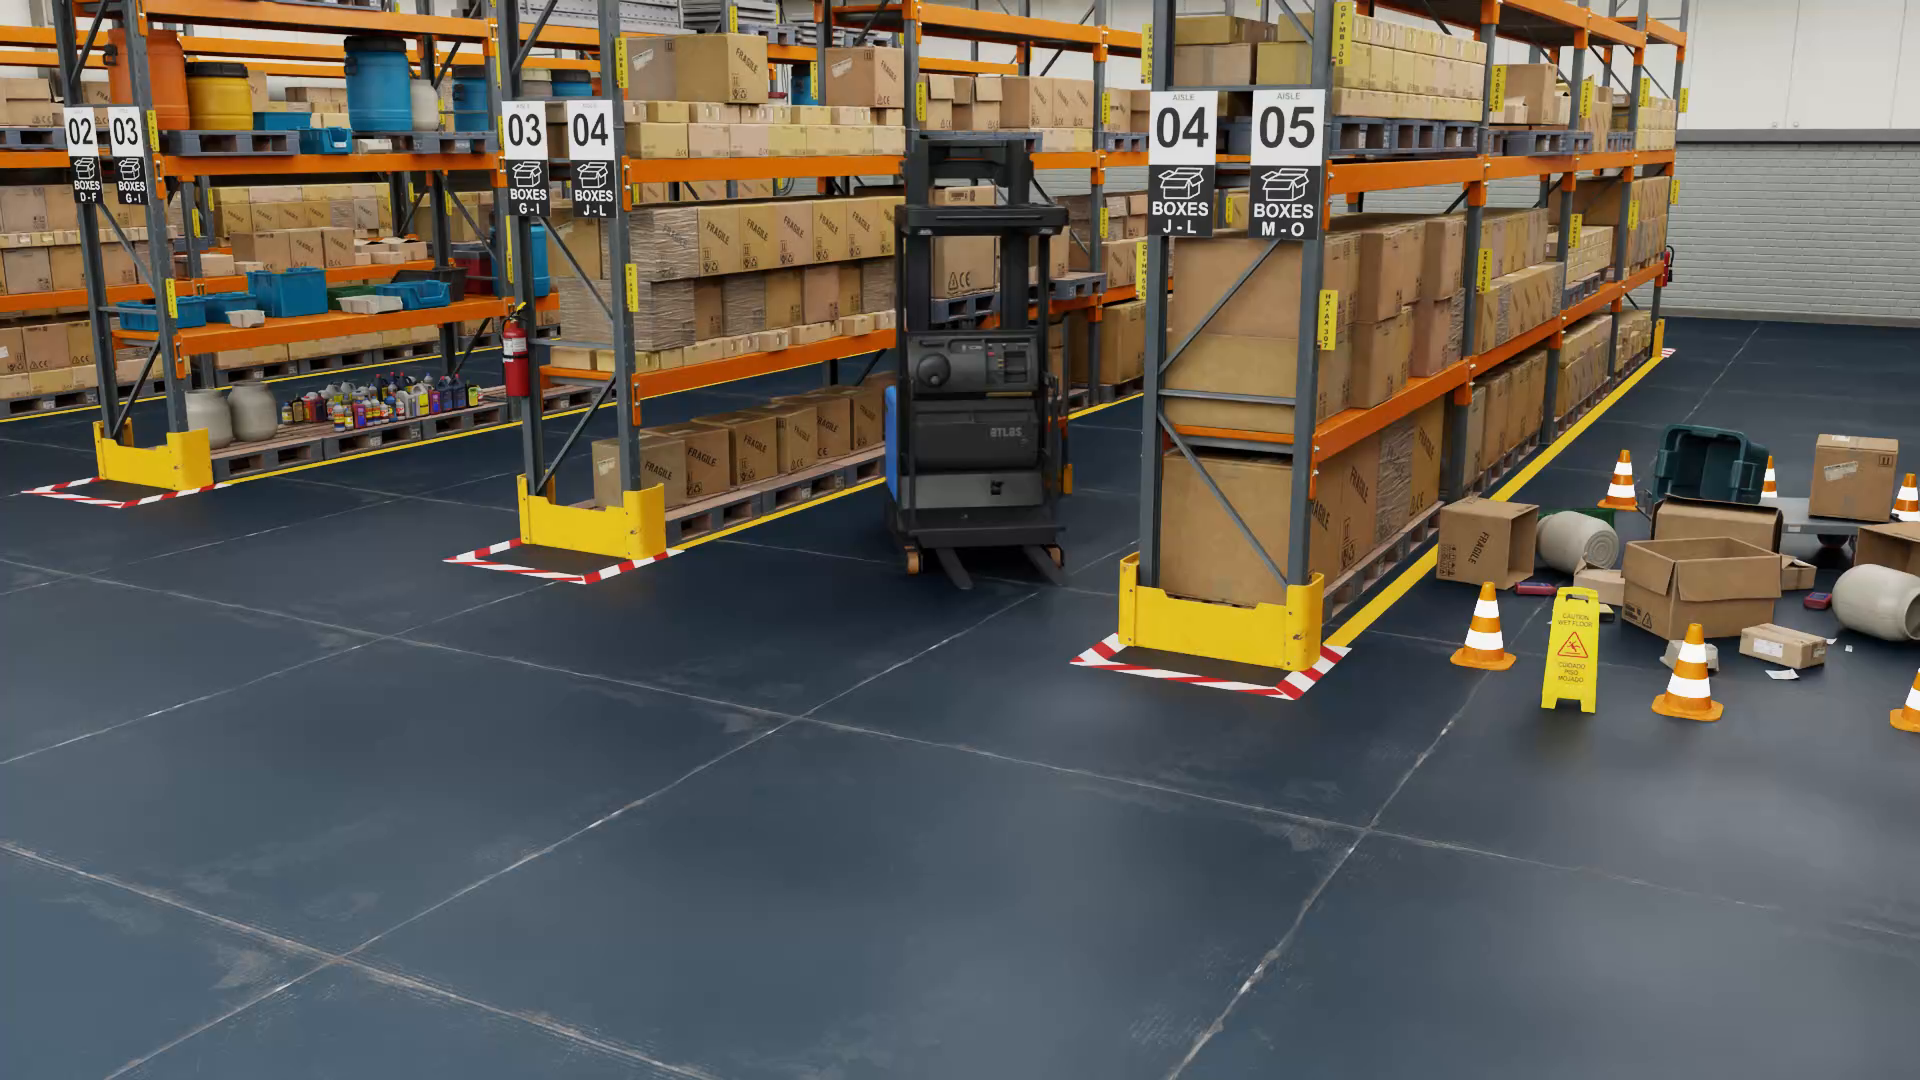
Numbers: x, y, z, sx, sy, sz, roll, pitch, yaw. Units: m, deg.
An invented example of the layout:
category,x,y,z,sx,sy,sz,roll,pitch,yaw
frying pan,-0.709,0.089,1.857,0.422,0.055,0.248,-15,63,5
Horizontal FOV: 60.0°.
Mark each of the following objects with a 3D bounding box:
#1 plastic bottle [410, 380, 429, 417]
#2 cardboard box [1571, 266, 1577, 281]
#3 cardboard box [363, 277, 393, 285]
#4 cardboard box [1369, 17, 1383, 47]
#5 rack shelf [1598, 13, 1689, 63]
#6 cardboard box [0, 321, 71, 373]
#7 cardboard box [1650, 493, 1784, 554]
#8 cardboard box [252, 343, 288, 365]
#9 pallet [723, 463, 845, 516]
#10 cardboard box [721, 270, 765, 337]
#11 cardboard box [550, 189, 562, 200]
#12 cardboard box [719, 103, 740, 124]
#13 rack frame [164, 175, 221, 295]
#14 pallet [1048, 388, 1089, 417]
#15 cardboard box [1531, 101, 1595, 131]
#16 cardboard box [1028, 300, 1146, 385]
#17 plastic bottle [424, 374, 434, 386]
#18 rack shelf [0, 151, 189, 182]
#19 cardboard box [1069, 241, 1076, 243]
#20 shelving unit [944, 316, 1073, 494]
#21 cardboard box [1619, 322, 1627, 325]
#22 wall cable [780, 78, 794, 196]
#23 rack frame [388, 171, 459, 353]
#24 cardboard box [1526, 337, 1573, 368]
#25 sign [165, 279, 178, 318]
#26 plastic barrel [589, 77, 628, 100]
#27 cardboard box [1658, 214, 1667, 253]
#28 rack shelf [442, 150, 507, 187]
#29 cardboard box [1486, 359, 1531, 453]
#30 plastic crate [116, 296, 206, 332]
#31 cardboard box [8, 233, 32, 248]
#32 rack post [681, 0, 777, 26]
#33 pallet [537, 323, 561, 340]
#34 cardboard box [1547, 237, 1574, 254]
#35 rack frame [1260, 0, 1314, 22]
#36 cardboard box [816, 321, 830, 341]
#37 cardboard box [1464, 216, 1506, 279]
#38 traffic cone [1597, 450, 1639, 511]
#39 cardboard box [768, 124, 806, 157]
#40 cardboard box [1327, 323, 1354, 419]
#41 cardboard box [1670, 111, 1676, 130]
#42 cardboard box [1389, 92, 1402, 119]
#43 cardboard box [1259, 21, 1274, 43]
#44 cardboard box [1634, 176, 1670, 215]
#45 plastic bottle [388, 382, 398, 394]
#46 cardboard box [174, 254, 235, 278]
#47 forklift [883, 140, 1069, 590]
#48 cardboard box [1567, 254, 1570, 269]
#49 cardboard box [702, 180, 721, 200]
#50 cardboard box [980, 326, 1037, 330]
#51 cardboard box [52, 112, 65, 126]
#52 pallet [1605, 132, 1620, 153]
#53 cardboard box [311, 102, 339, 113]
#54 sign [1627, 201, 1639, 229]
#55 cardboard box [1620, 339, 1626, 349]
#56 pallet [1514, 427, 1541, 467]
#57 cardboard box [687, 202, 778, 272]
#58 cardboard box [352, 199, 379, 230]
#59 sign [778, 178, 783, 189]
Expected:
category,x,y,z,sx,sy,sz,roll,pitch,yaw
plastic bottle,-5.469,-1.433,16.790,0.144,0.351,0.185,7,15,28
cardboard box,6.183,-2.771,17.267,0.380,0.149,0.250,8,16,31
cardboard box,-10.167,-4.552,28.705,0.750,0.750,0.750,8,15,29
cardboard box,2.219,-2.925,9.593,0.380,0.149,0.250,7,15,27
rack shelf,8.301,-6.250,20.800,1.077,0.370,4.000,7,15,28
cardboard box,-10.248,-2.143,18.392,0.500,0.500,0.500,7,15,28
cardboard box,4.993,0.035,11.025,0.797,0.637,0.503,7,15,28
cardboard box,-8.836,-2.366,20.918,0.500,0.250,0.500,8,16,29
pallet,-1.708,-0.467,14.022,1.003,0.211,1.213,7,15,28
cardboard box,-2.053,-1.912,13.217,0.875,0.500,0.500,7,15,28
cardboard box,-8.271,-6.402,32.047,0.980,0.700,0.700,8,16,31
cardboard box,-1.885,-3.210,12.517,0.380,0.149,0.250,7,15,28
rack frame,-11.900,-4.720,25.713,1.000,3.000,0.127,7,15,28
pallet,0.729,-1.521,18.392,1.003,0.211,1.213,7,15,28
cardboard box,5.910,-4.048,16.310,0.500,0.500,0.500,7,15,28
cardboard box,1.460,-2.347,19.507,1.225,0.875,0.875,7,15,25
plastic bottle,-5.699,-1.649,17.856,0.097,0.271,0.097,0,14,0
rack shelf,-10.463,-4.037,18.015,1.077,0.370,4.000,7,15,28
cardboard box,1.130,-3.215,19.254,0.500,0.500,0.500,8,16,30
shelving unit,0.400,-1.077,13.803,0.587,1.500,1.083,11,17,37
cardboard box,8.307,-2.701,21.254,0.380,0.149,0.250,7,15,26
wall cable,-4.986,-8.888,36.827,3.097,2.526,0.112,7,15,28
rack frame,-7.562,-4.160,23.388,1.000,3.000,0.127,7,15,28
cardboard box,5.946,-1.922,16.941,0.500,0.250,0.500,7,15,26
sign,-6.616,-2.028,13.954,0.100,0.325,0.005,7,15,28
plastic barrel,-4.131,-4.987,19.502,0.600,0.830,0.708,7,15,28
cardboard box,9.276,-4.167,22.571,0.500,0.500,0.500,8,16,29
rack shelf,-4.195,-4.296,19.088,1.077,0.370,4.000,7,15,28
cardboard box,4.608,-1.270,15.305,1.050,0.750,0.750,8,16,29
plastic crate,-7.115,-2.021,14.833,0.499,0.251,0.616,7,15,28
cardboard box,-10.307,-3.254,18.033,0.380,0.149,0.250,8,15,29
rack post,-2.914,-6.631,20.999,0.954,0.300,0.937,7,15,28
pallet,-6.577,-3.202,25.367,1.003,0.211,1.213,7,15,28
cardboard box,6.044,-3.003,16.962,0.380,0.149,0.250,7,15,28
rack frame,4.975,-7.594,24.834,1.000,3.000,0.127,7,15,28
cardboard box,-1.320,-1.766,13.993,0.380,0.149,0.250,7,15,28
cardboard box,4.194,-2.480,14.073,0.700,0.500,0.500,8,15,28
traffic cone,5.437,-0.504,13.637,0.336,0.463,0.334,7,15,28
cardboard box,-1.566,-3.165,13.183,0.500,0.250,0.500,8,16,30
cardboard box,1.920,-1.082,10.302,0.875,0.550,0.550,7,15,28
cardboard box,9.268,-5.600,22.216,0.500,0.250,0.500,7,15,26
cardboard box,2.468,-2.643,10.122,0.380,0.149,0.250,7,15,28
cardboard box,1.645,-3.000,9.904,0.380,0.149,0.250,8,16,29
cardboard box,9.265,-4.653,22.450,0.500,0.500,0.500,7,15,27
plastic bottle,-5.879,-1.503,17.249,0.097,0.271,0.097,0,14,0
cardboard box,-9.296,-3.372,20.441,0.500,0.250,0.500,9,16,32
forklift,0.123,-1.267,11.535,1.130,2.935,3.031,-2,14,-8
cardboard box,5.940,-2.813,16.807,0.380,0.149,0.250,8,16,31
cardboard box,-4.408,-5.897,28.248,0.500,0.500,0.500,8,16,30
cardboard box,0.563,-2.149,17.842,0.500,0.250,0.500,9,16,34
cardboard box,-9.840,-4.669,18.441,0.380,0.149,0.250,7,15,28
pallet,6.444,-4.314,18.028,1.213,0.211,1.003,7,15,28
cardboard box,-10.701,-6.972,27.501,0.700,0.500,0.500,7,15,27
sign,7.822,-3.775,19.323,0.100,0.325,0.005,7,15,28
cardboard box,8.207,-2.501,21.058,0.380,0.149,0.250,8,16,31
pallet,4.954,-0.945,16.004,1.003,0.211,1.213,7,15,28
cardboard box,-1.767,-2.361,12.946,0.500,0.500,0.500,7,15,28
cardboard box,-10.207,-5.515,28.118,0.500,0.500,0.500,8,15,28
sign,-3.219,-6.451,29.746,0.100,0.325,0.005,7,15,28
